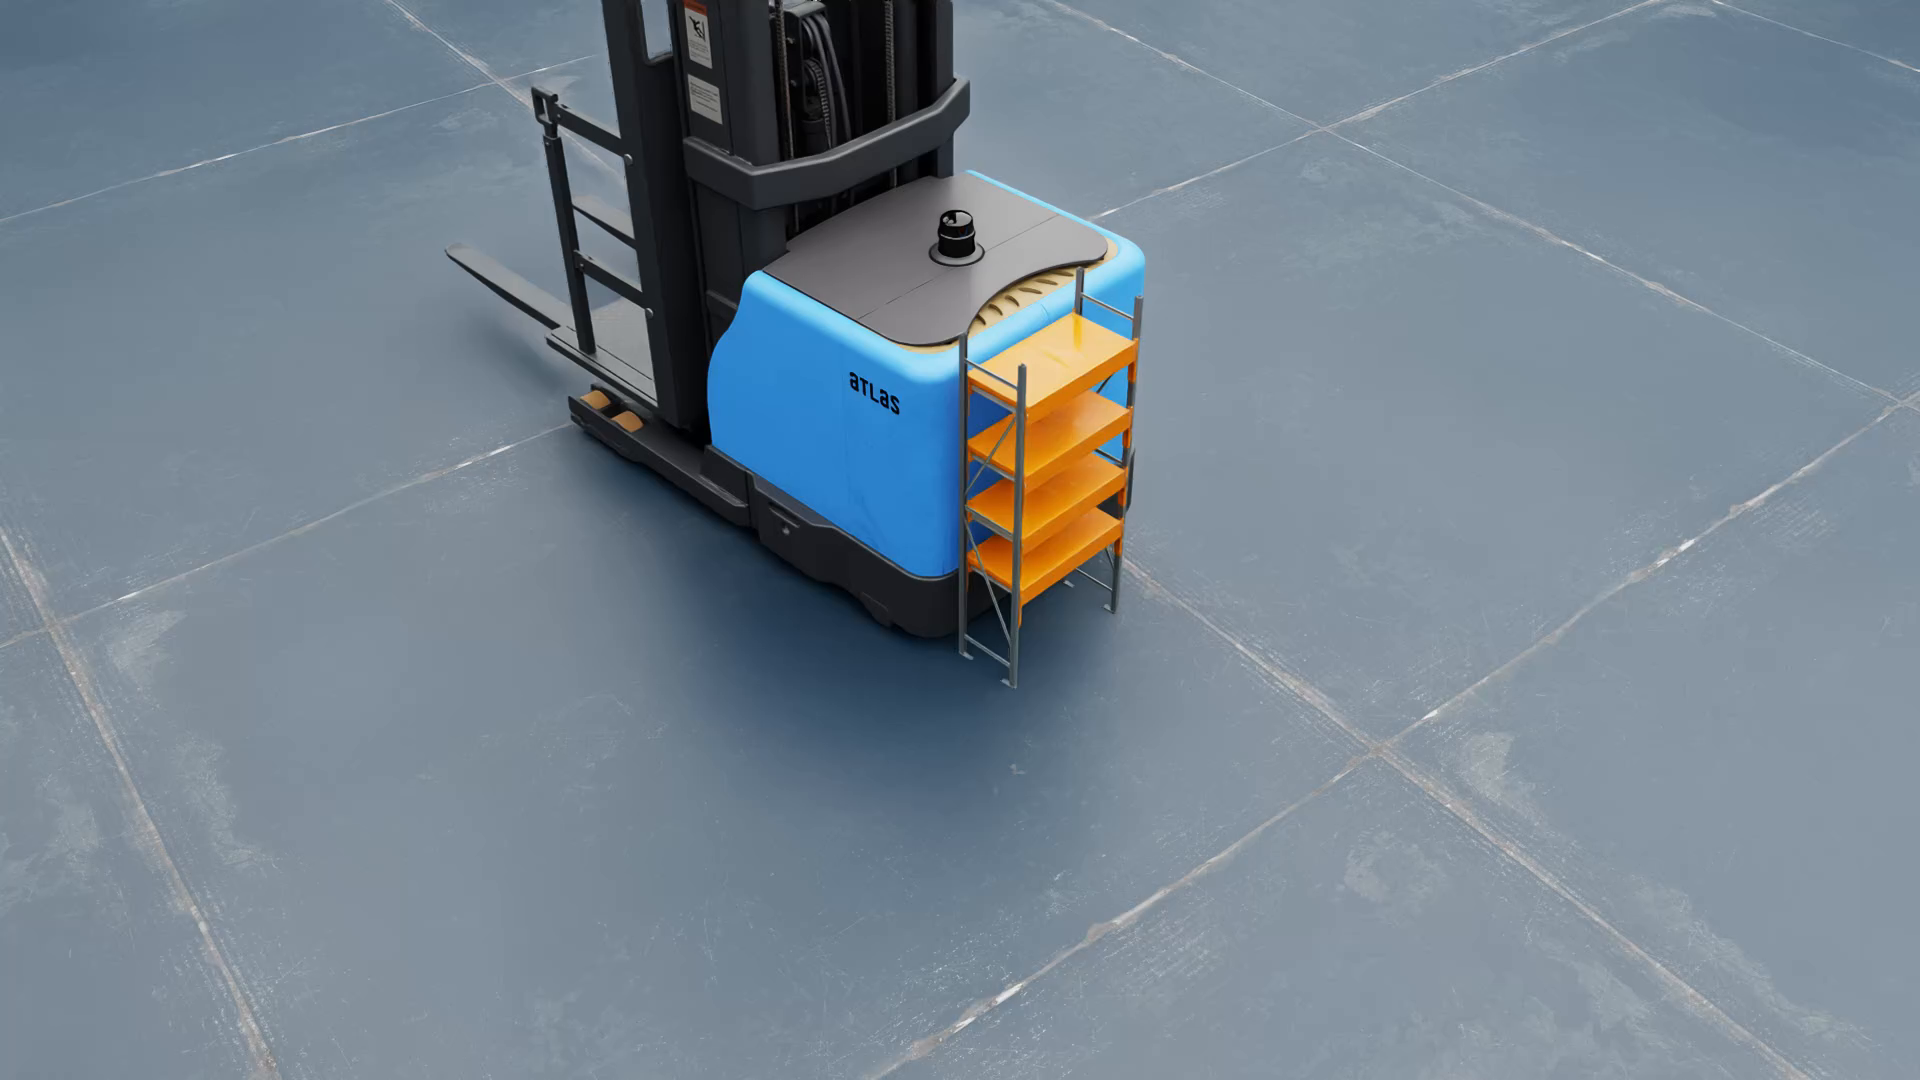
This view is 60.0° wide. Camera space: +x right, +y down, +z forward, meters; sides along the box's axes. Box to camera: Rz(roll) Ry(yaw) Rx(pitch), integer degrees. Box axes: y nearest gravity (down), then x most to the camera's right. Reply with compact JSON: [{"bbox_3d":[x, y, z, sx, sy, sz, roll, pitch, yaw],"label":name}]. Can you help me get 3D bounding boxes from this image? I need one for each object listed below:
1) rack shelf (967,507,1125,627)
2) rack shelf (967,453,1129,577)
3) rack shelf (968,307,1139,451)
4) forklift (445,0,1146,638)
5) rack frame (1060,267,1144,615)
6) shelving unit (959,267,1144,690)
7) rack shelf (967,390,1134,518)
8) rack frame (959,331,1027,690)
[{"bbox_3d":[0.257,0.043,5.170,0.258,0.148,0.480,32,49,33],"label":"rack shelf"},{"bbox_3d":[0.257,-0.110,5.044,0.258,0.148,0.480,32,49,33],"label":"rack shelf"},{"bbox_3d":[0.258,-0.466,4.752,0.258,0.148,0.480,32,49,33],"label":"rack shelf"},{"bbox_3d":[-0.811,-1.648,5.448,3.031,2.935,1.130,32,49,33],"label":"forklift"},{"bbox_3d":[0.427,-0.273,5.137,0.240,1.200,0.015,32,49,33],"label":"rack frame"},{"bbox_3d":[0.257,-0.162,5.002,0.258,1.200,0.503,32,49,33],"label":"shelving unit"},{"bbox_3d":[0.258,-0.283,4.902,0.258,0.148,0.480,32,49,33],"label":"rack shelf"},{"bbox_3d":[0.087,-0.051,4.866,0.240,1.200,0.015,32,49,33],"label":"rack frame"}]
